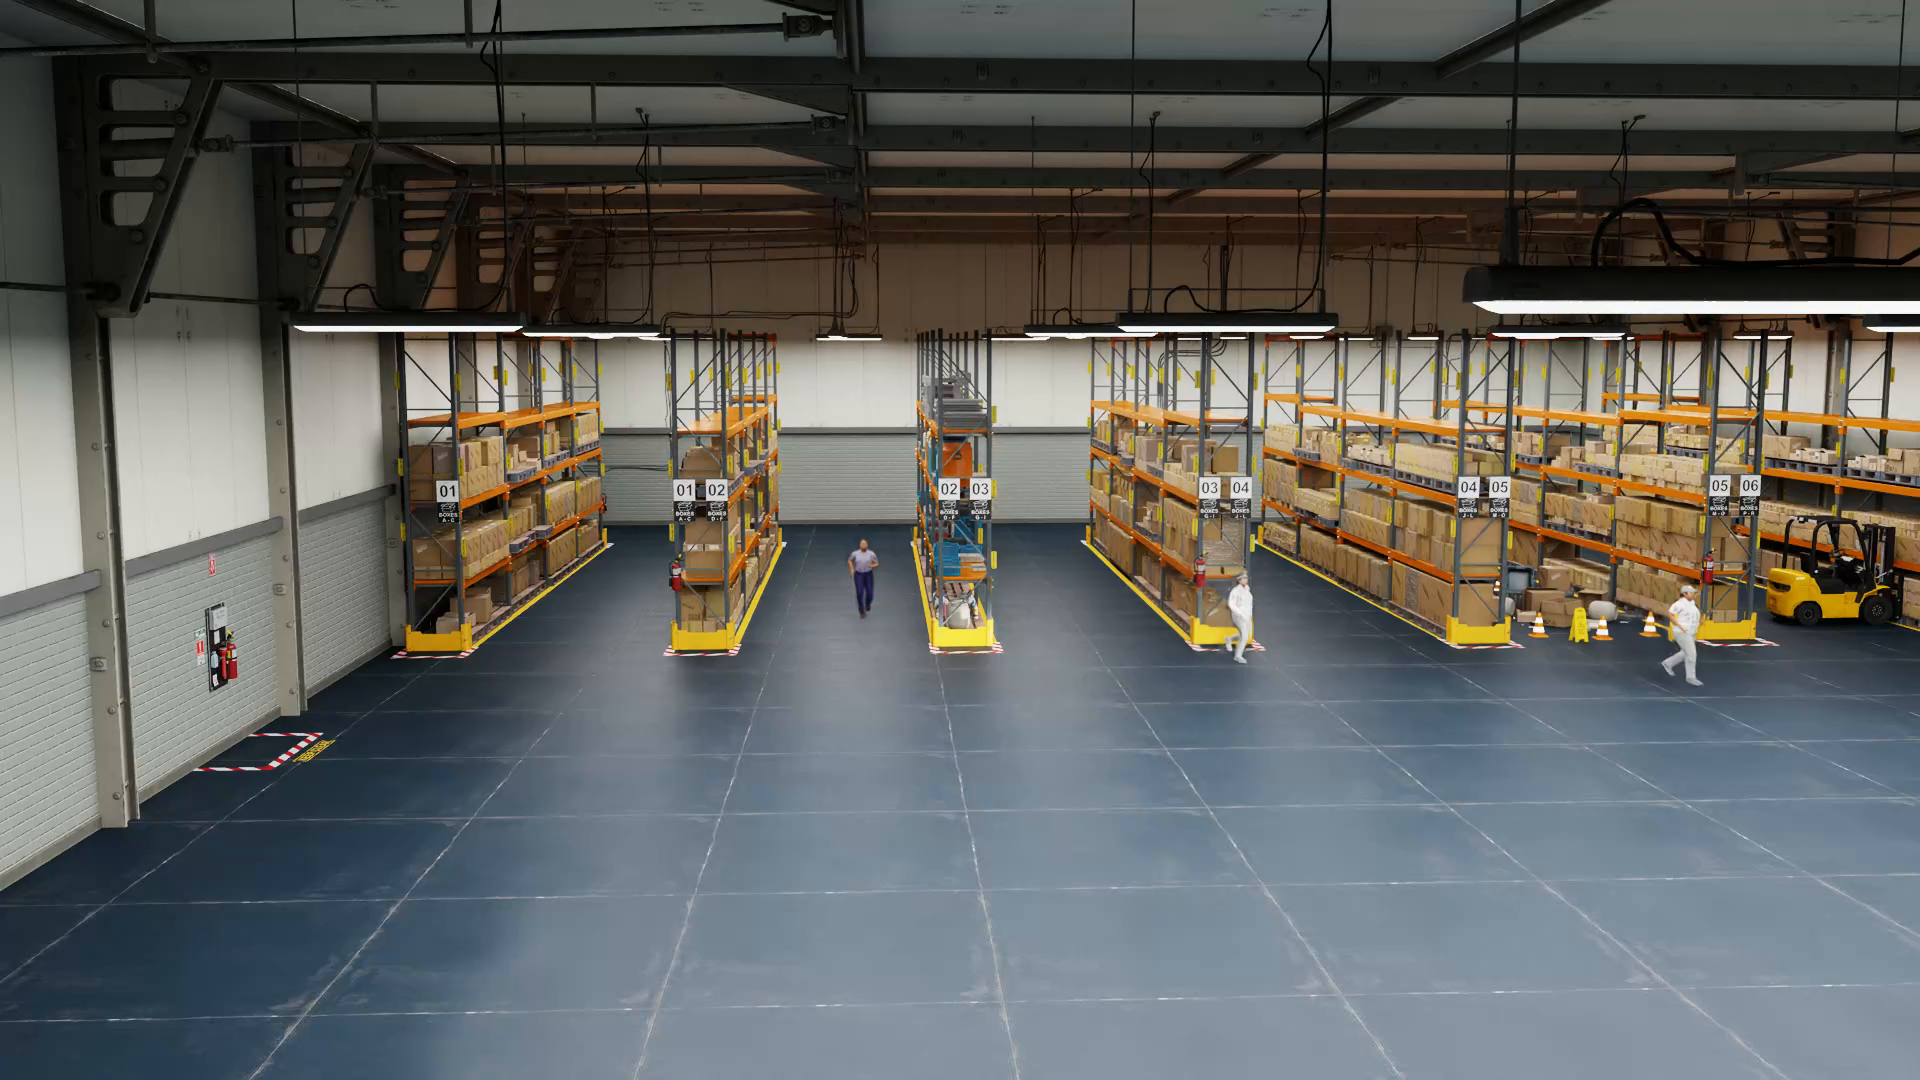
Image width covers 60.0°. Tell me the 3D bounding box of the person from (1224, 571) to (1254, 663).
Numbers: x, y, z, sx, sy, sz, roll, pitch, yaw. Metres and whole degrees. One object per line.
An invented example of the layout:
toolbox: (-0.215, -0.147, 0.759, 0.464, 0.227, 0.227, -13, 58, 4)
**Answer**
person: (5.062, 1.377, 30.067, 0.646, 1.657, 0.580, -7, 9, -44)

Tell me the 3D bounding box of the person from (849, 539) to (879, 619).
person: (-2.018, 0.787, 34.952, 0.615, 1.624, 0.899, -1, 7, -8)

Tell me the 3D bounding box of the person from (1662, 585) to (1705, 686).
person: (12.264, 1.589, 28.197, 0.609, 1.675, 0.775, -6, 9, -42)
